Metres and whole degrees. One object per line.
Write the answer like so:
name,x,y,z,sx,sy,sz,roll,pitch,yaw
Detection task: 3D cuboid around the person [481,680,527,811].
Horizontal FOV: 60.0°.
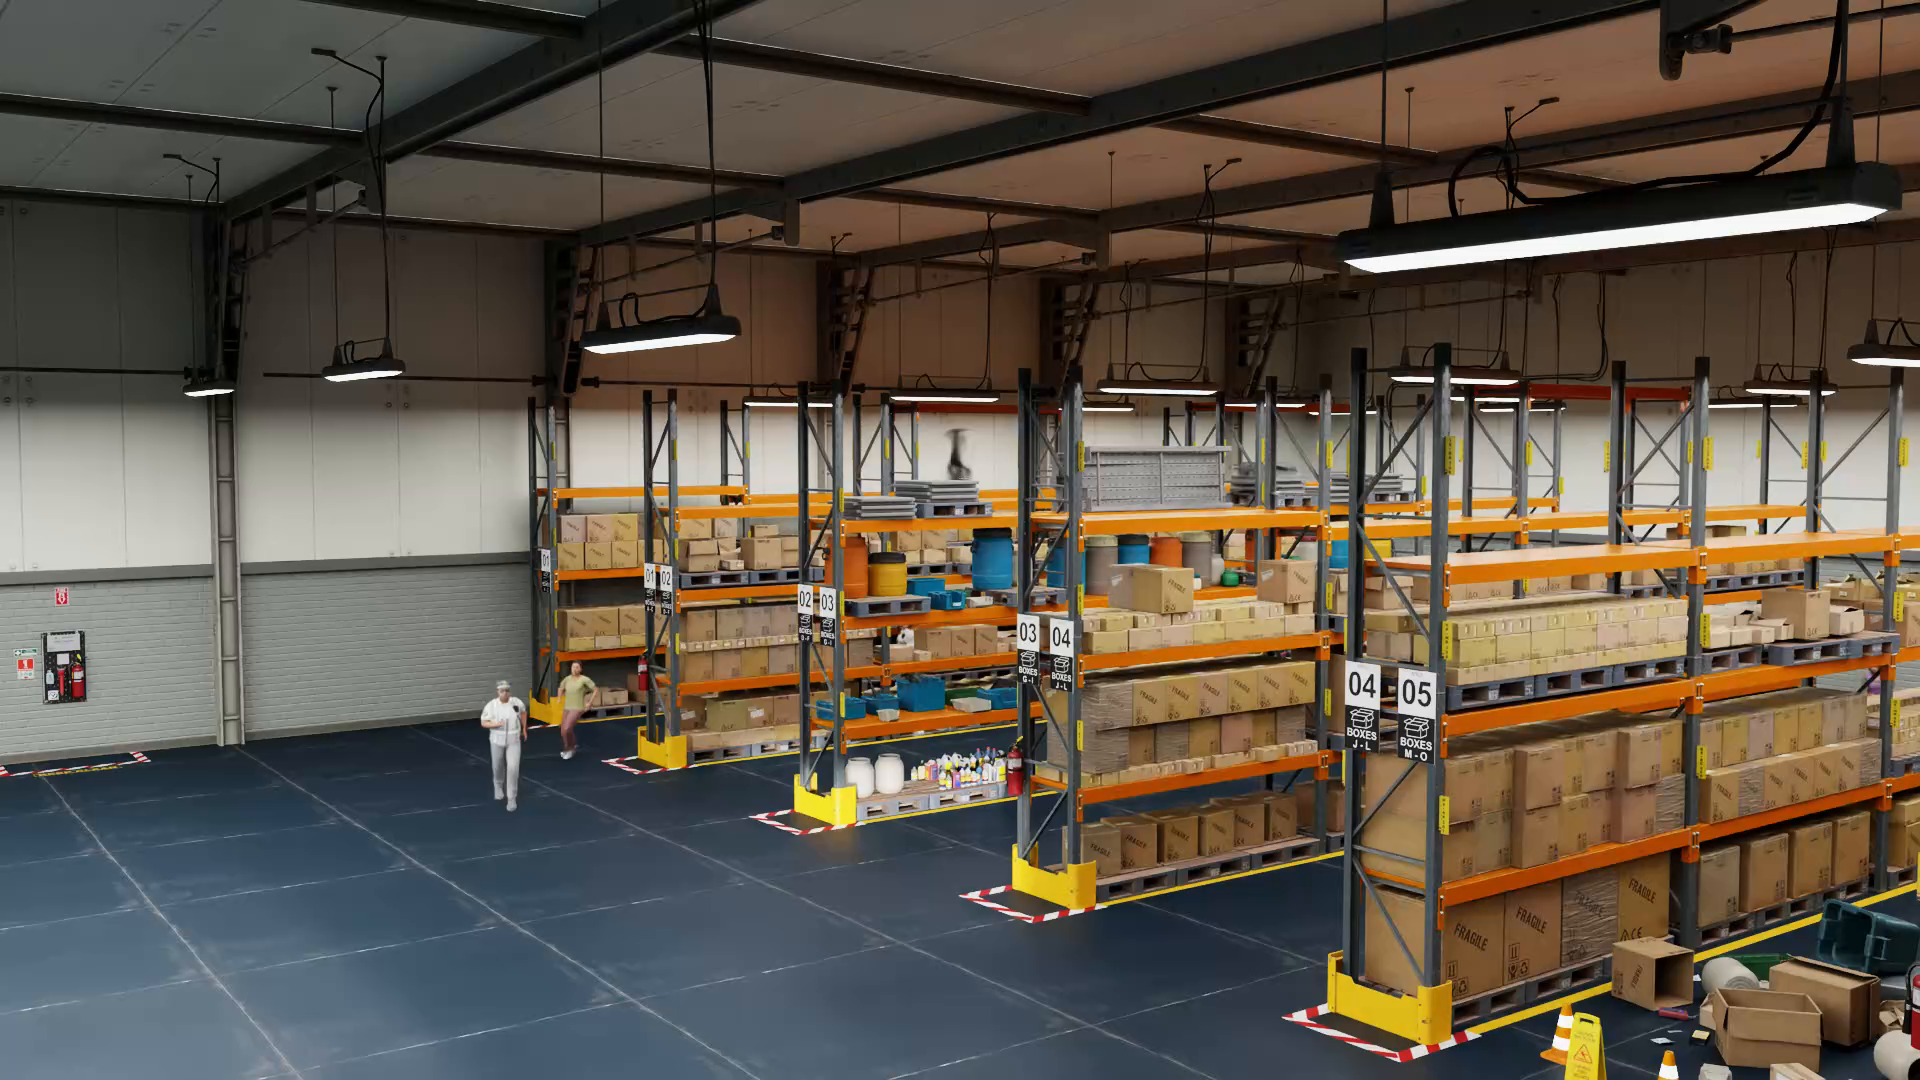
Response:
person,-6.453,2.863,23.563,0.650,1.795,0.948,-1,4,-19

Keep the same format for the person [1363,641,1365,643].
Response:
person,9.061,2.182,37.204,0.575,1.653,0.940,0,3,-6

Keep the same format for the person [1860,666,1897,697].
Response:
person,15.110,2.760,27.404,0.542,1.598,0.792,2,4,32

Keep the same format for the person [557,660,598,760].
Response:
person,-6.263,2.757,26.973,0.637,1.635,0.606,1,4,21

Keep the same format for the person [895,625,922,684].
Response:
person,-1.031,2.363,33.108,0.868,1.722,0.596,-3,4,-38
